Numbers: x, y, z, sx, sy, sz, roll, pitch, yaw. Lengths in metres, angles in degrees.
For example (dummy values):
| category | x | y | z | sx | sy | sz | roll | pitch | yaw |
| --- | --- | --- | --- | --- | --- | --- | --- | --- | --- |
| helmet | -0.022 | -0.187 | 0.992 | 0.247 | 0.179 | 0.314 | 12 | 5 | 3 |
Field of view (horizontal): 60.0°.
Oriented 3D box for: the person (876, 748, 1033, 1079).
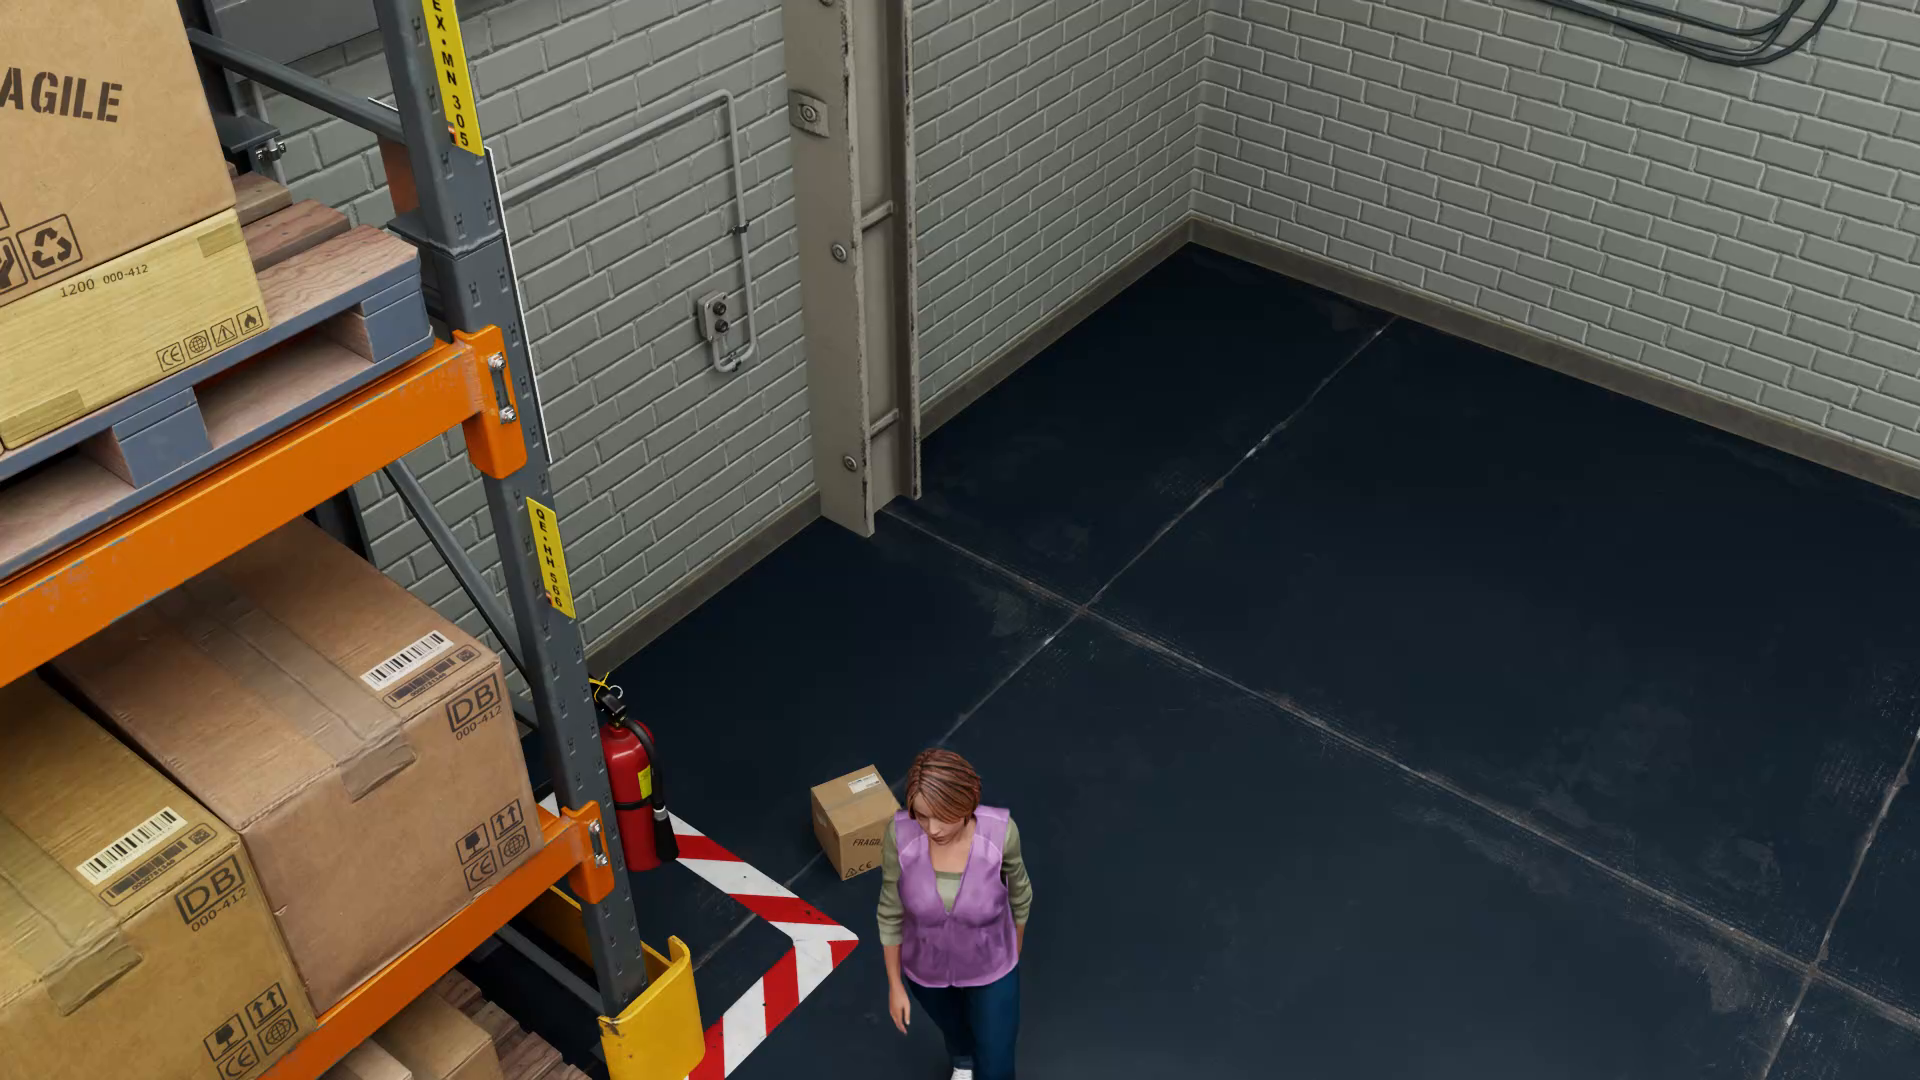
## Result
| category | x | y | z | sx | sy | sz | roll | pitch | yaw |
| --- | --- | --- | --- | --- | --- | --- | --- | --- | --- |
| person | -0.014 | 1.198 | 4.722 | 0.419 | 1.638 | 0.488 | 4 | 40 | 5 |
